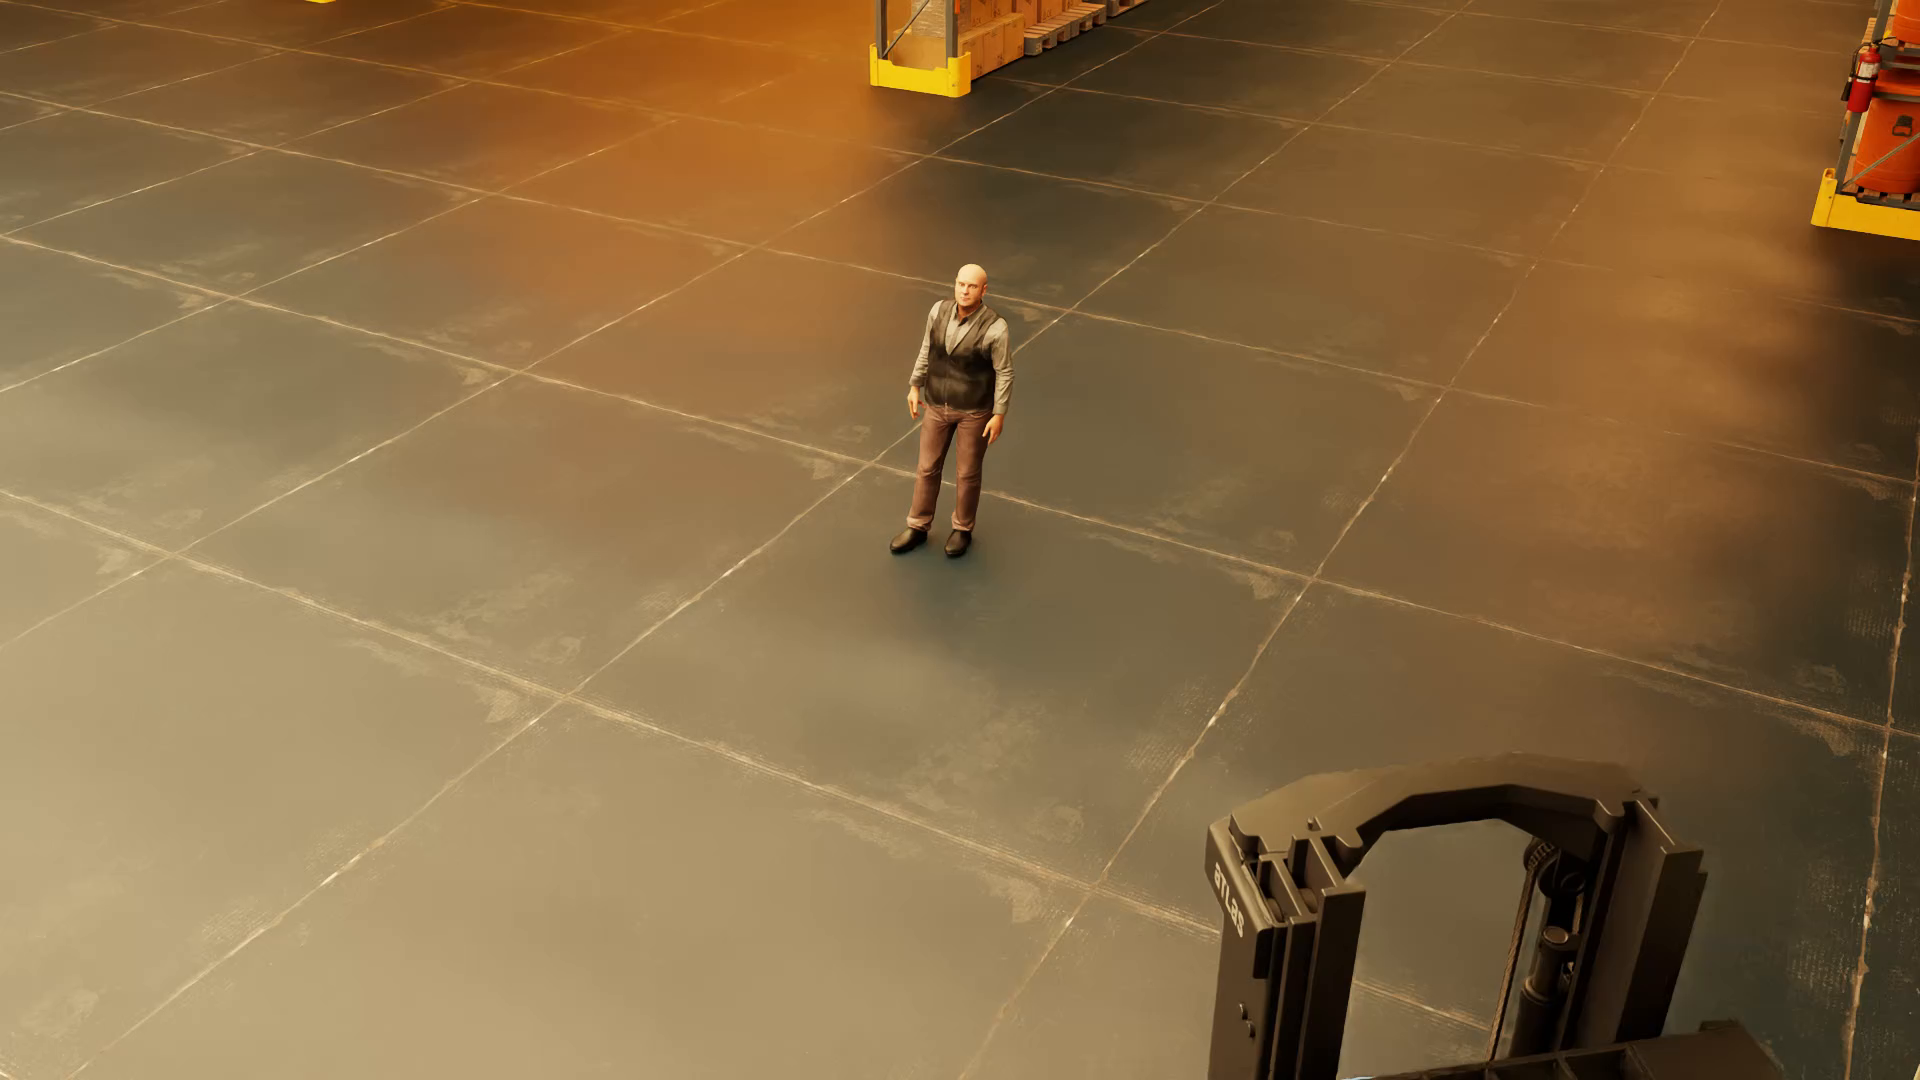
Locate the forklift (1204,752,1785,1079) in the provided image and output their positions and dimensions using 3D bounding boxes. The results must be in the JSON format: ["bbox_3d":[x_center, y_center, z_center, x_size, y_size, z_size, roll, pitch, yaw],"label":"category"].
[{"bbox_3d":[1.089,2.047,3.523,1.130,2.935,3.031,-5,30,-9],"label":"forklift"}]

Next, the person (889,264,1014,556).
[{"bbox_3d":[-0.037,-0.727,9.525,0.632,1.720,0.568,15,33,25],"label":"person"}]
